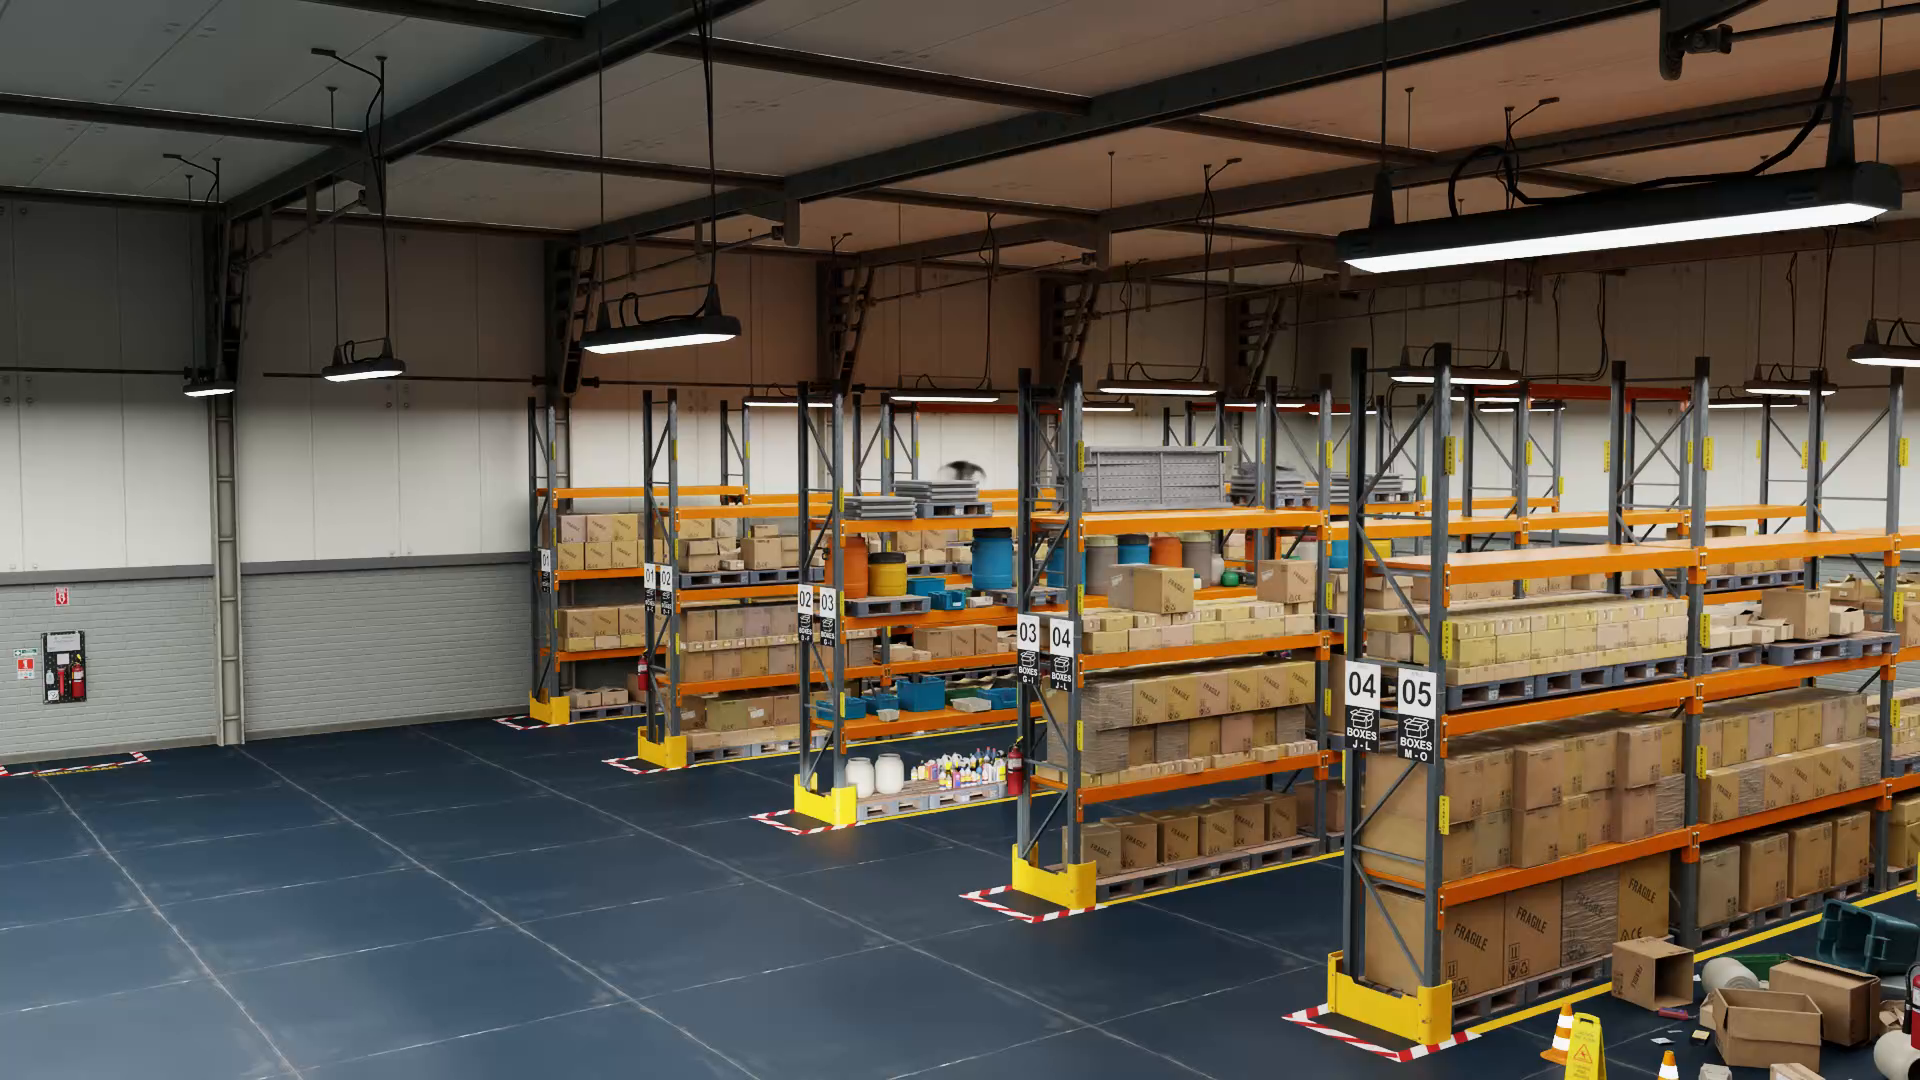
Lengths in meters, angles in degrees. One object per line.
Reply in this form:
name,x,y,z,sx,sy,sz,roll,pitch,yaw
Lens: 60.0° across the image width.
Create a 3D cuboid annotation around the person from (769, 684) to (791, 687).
person,-3.178,2.609,30.135,0.598,1.560,0.684,0,3,4
